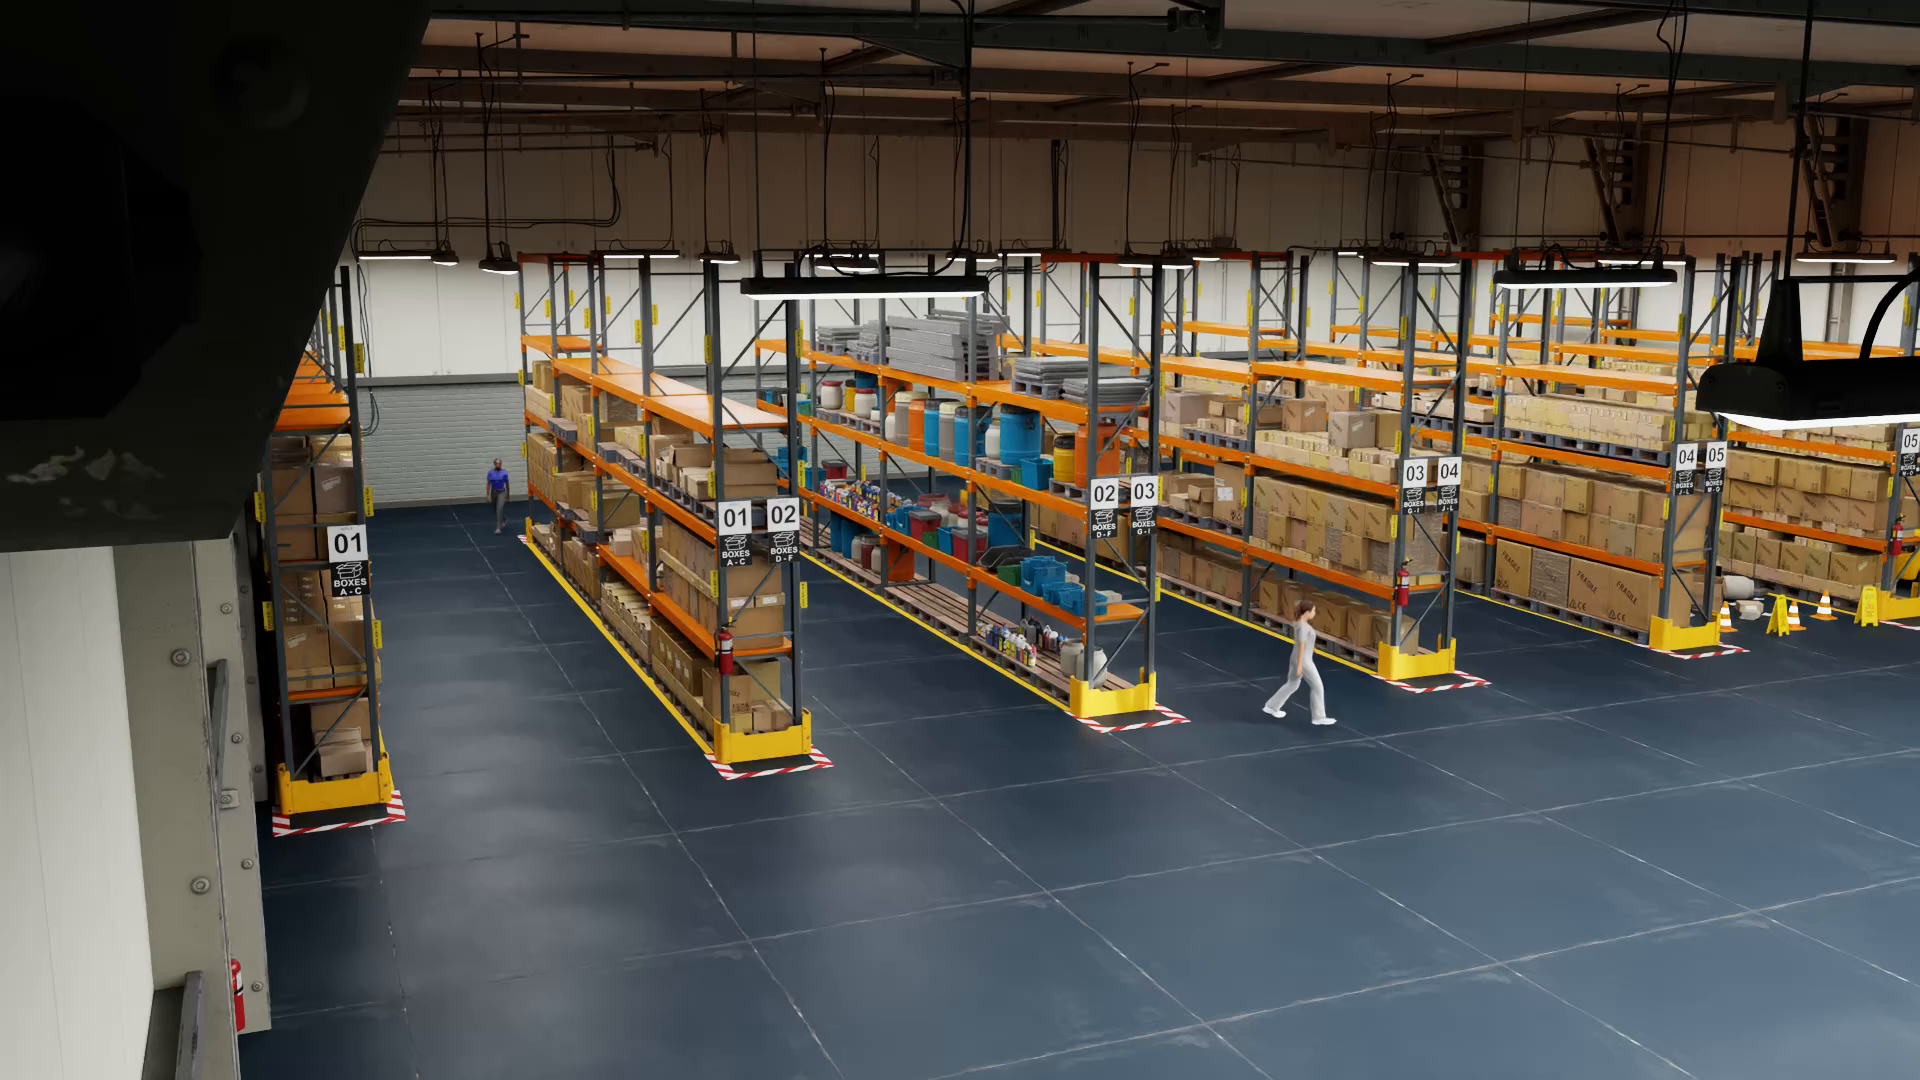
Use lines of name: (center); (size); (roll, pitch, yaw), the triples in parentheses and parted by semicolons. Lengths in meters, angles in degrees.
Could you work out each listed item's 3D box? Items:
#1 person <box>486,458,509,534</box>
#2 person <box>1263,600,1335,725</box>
person: (-9.943, -0.976, 35.868); (0.428, 1.576, 1.021); (1, 10, 7)
person: (4.466, 1.590, 21.806); (0.882, 1.637, 0.454); (-1, 10, -4)
